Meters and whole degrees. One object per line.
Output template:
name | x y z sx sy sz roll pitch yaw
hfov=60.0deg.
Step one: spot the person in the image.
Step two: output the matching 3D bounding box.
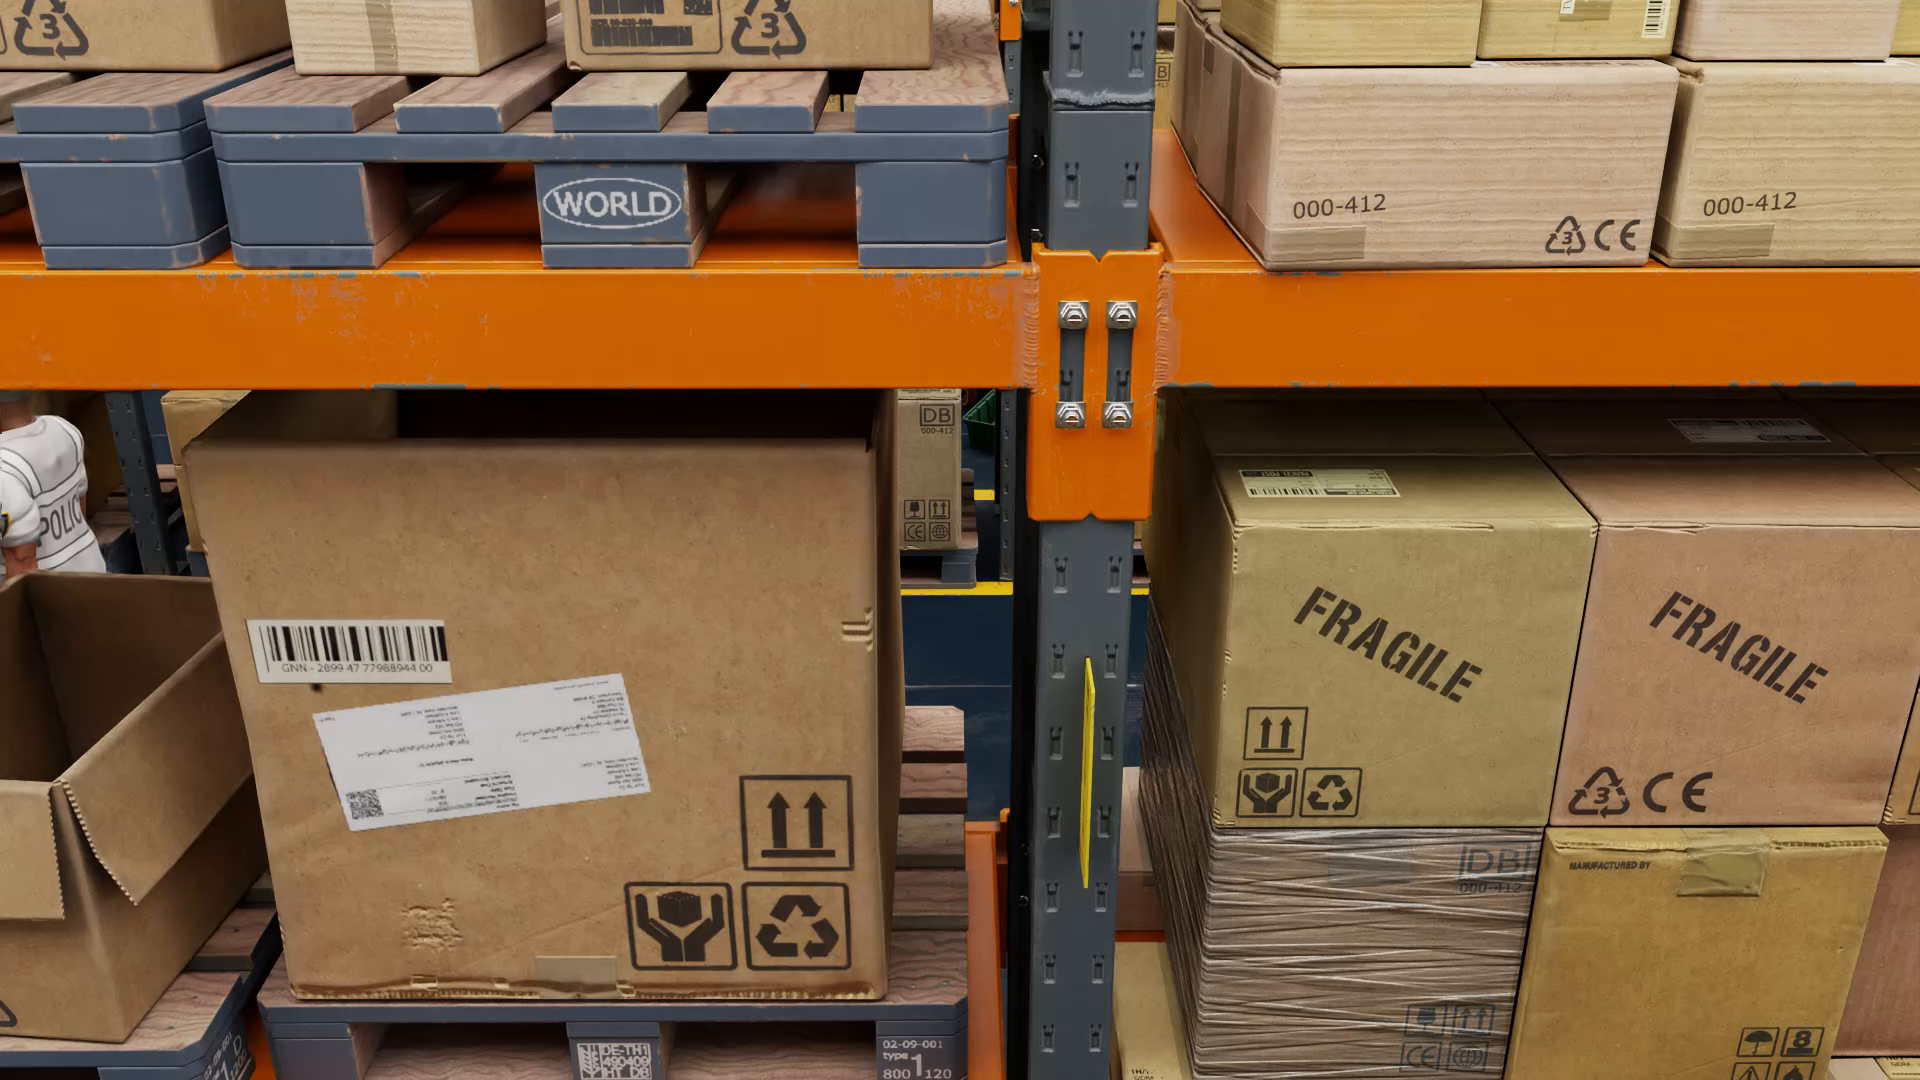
person | -3.098 0.170 5.671 0.889 1.733 0.540 2 24 4
